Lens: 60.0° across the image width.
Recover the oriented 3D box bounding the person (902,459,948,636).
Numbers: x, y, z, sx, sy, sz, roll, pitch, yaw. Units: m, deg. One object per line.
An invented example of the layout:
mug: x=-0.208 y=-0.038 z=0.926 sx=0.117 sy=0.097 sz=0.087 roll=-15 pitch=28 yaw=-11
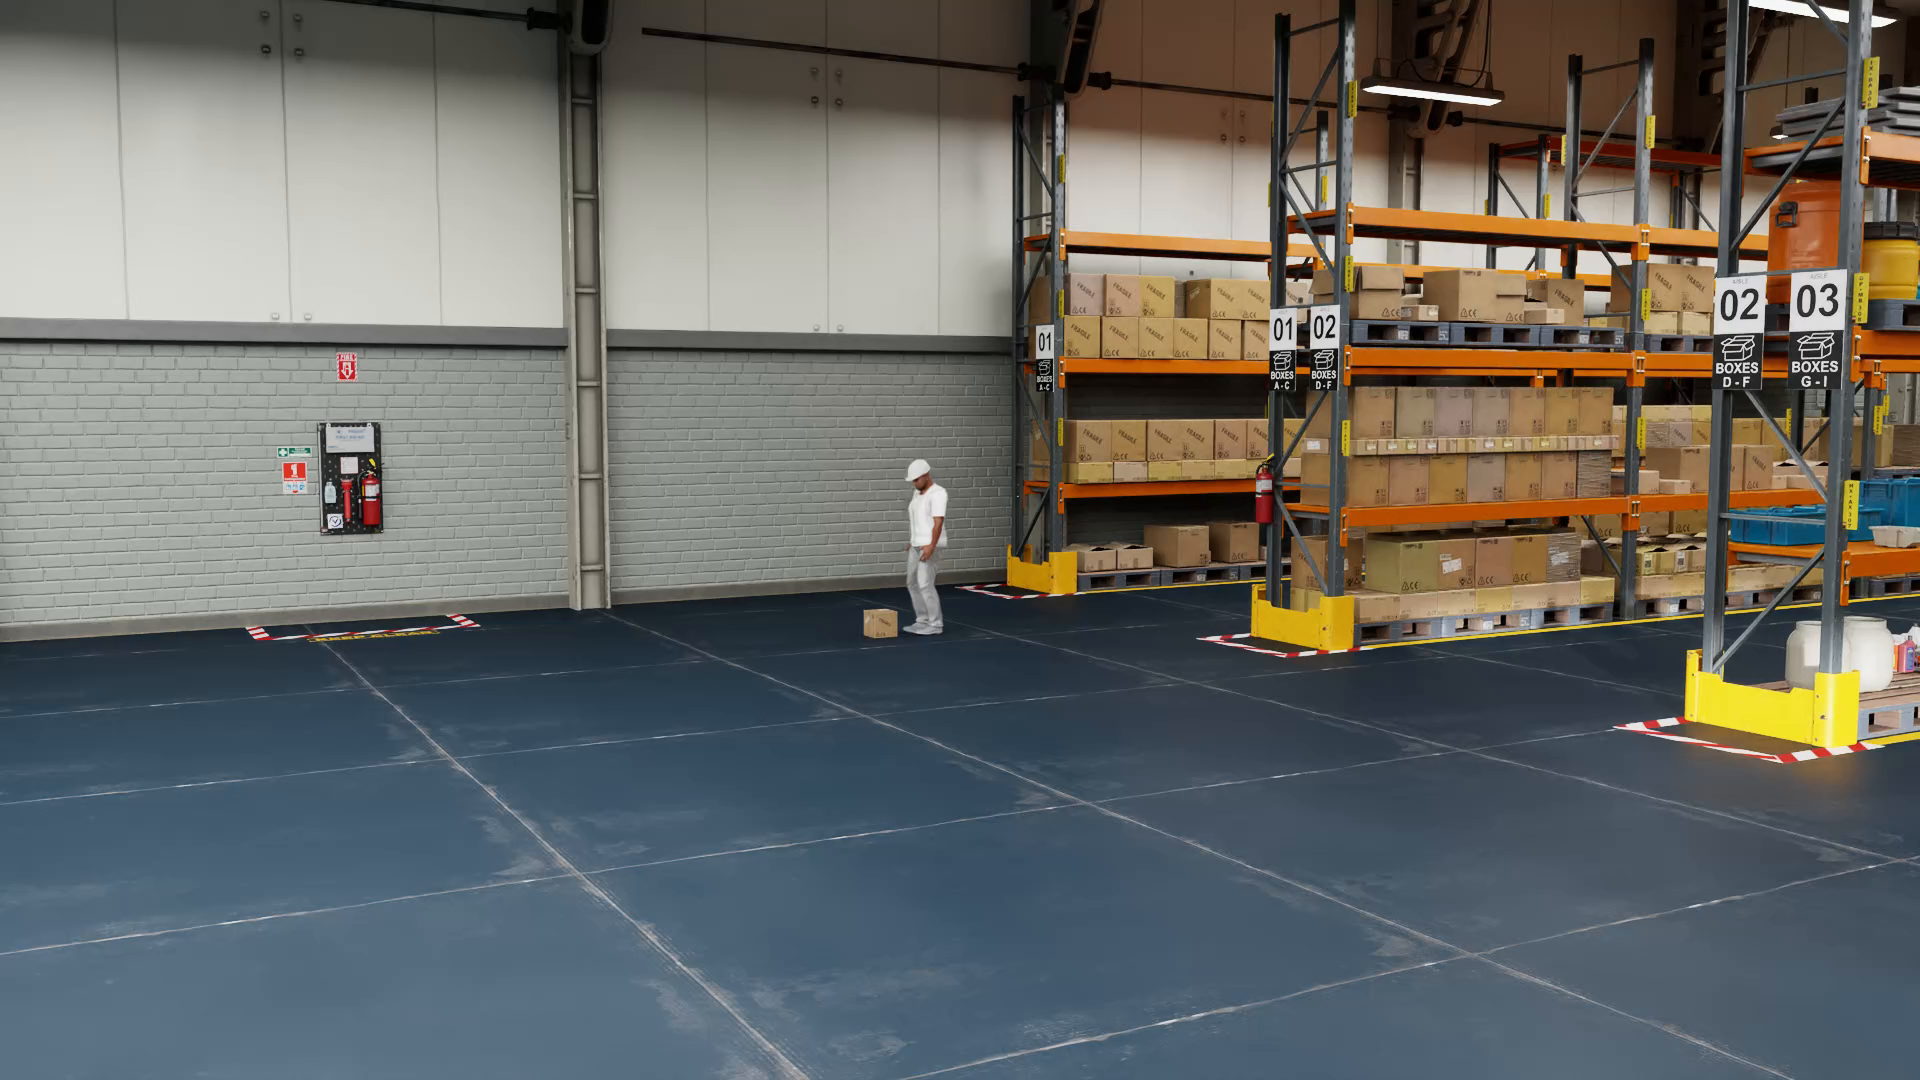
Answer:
person: x=-0.351 y=0.067 z=16.529 sx=0.409 sy=1.739 sz=0.581 roll=-3 pitch=6 yaw=-27
